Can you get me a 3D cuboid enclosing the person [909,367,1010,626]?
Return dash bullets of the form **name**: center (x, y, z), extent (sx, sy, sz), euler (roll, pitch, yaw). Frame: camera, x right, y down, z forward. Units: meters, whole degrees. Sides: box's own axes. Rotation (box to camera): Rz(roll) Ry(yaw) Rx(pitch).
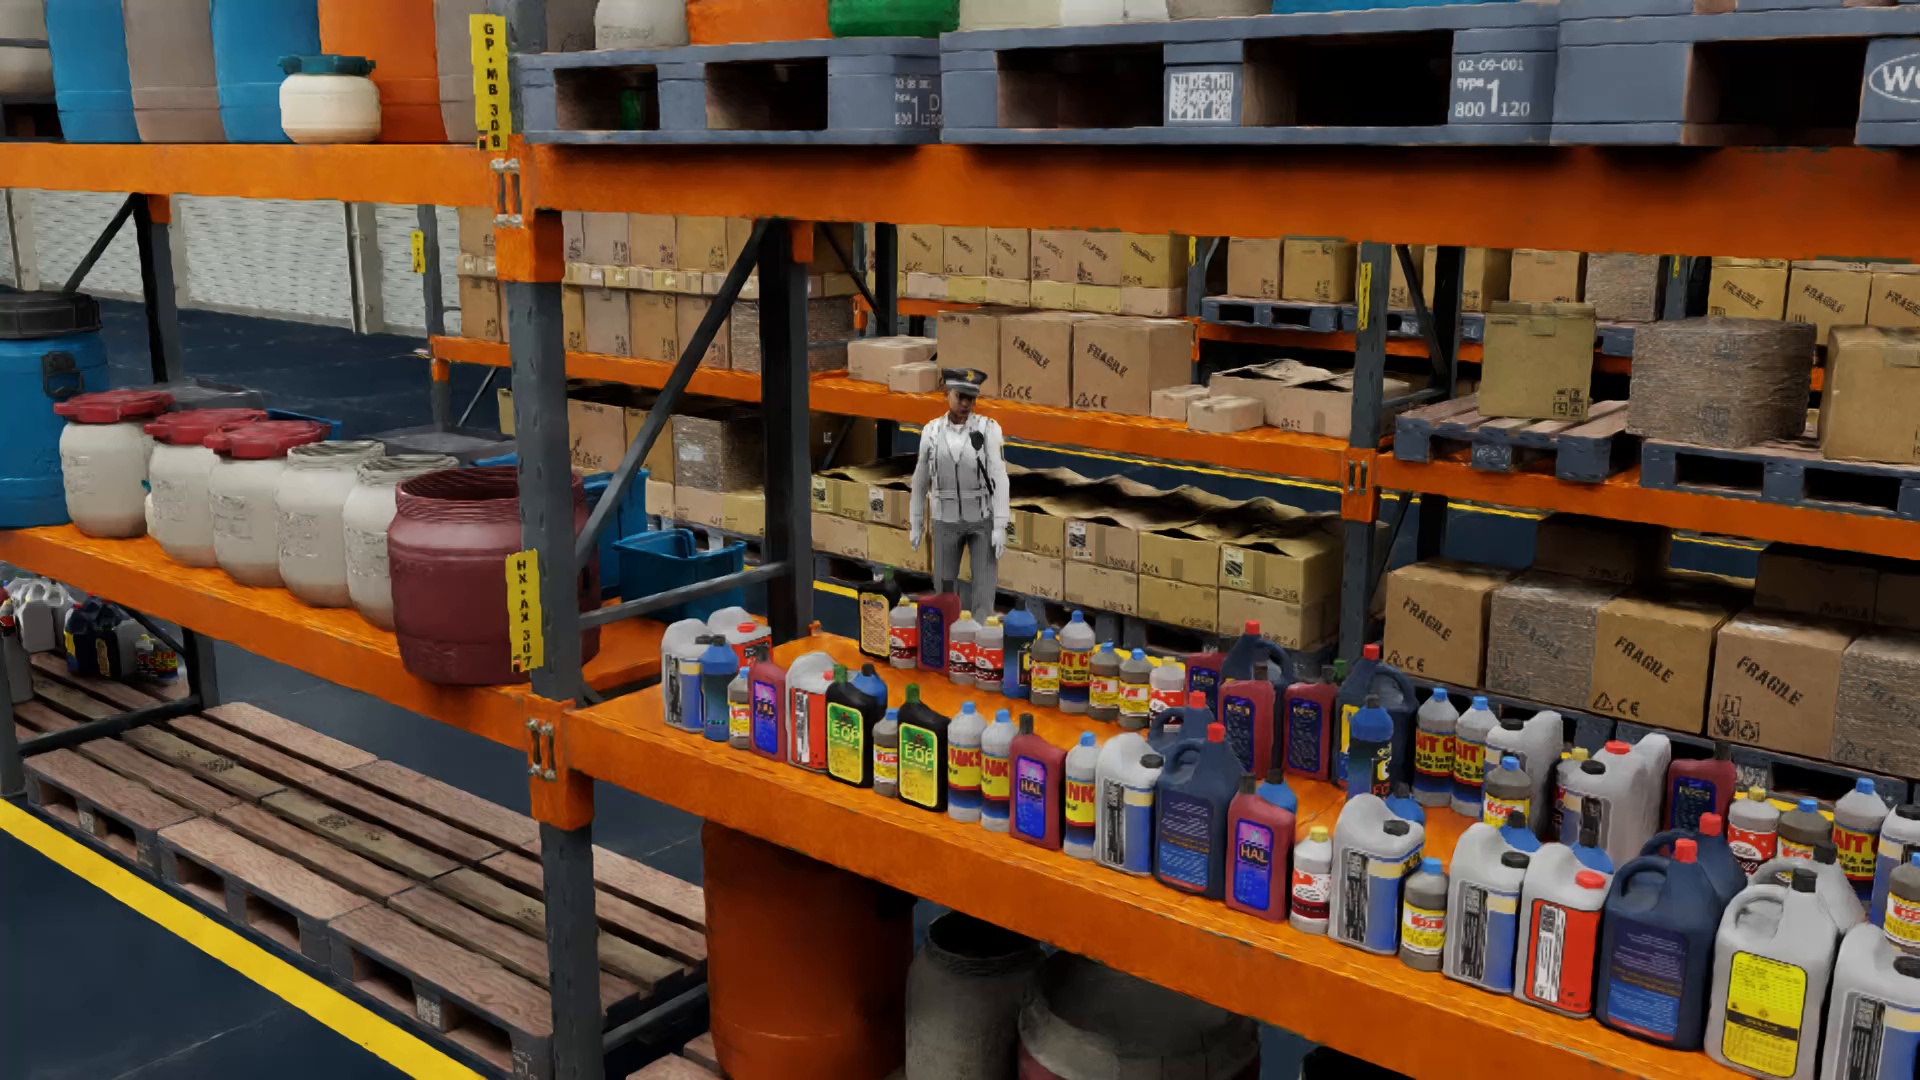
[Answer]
- **person**: center (-0.018, -0.061, 8.623), extent (0.546, 1.685, 0.479), euler (3, 14, 12)
